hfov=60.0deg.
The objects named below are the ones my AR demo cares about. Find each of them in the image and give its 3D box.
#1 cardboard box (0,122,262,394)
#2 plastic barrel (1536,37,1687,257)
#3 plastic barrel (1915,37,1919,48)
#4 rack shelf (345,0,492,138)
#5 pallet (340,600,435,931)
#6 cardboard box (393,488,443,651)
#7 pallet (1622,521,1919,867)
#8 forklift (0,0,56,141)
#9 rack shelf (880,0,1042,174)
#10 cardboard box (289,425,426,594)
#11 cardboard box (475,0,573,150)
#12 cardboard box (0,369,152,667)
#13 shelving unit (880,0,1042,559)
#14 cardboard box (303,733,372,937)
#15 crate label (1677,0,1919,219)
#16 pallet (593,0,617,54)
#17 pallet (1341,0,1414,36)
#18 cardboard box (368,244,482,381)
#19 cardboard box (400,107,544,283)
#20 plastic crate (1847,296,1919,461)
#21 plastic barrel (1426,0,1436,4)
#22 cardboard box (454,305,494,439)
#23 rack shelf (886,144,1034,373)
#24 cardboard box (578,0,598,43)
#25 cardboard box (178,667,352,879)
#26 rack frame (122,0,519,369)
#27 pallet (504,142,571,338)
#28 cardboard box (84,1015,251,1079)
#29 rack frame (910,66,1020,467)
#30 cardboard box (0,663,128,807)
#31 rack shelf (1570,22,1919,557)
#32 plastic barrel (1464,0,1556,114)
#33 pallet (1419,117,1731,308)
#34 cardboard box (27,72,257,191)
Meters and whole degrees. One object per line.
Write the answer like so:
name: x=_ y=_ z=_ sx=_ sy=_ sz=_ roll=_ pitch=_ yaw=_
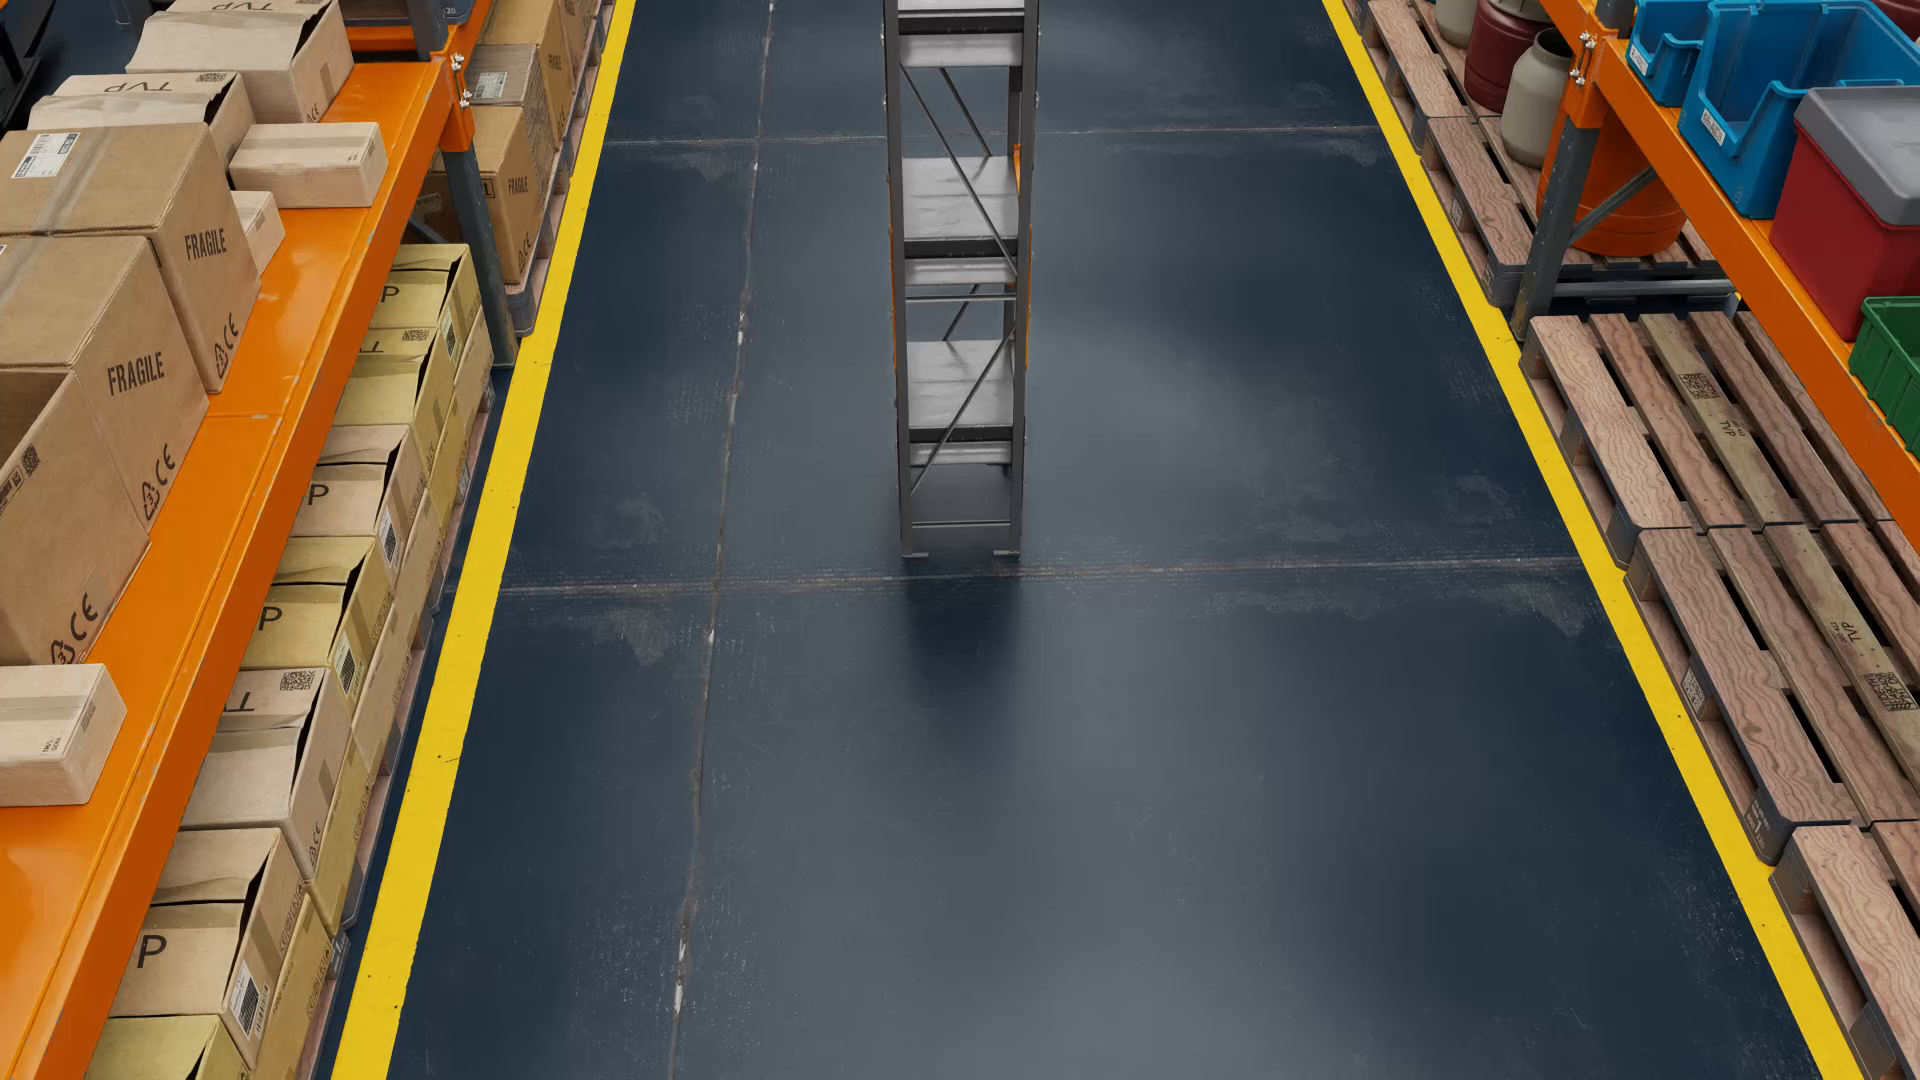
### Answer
cardboard box: x=-2.151 y=-0.706 z=4.226 sx=0.500 sy=0.500 sz=0.500 roll=-4 pitch=43 yaw=-4
plastic barrel: x=2.673 y=-1.625 z=6.599 sx=0.600 sy=0.830 sz=0.708 roll=-2 pitch=43 yaw=-2
plastic barrel: x=2.968 y=-1.294 z=4.859 sx=0.421 sy=0.512 sz=0.421 roll=0 pitch=43 yaw=0
rack shelf: x=-2.324 y=-2.886 z=7.211 sx=1.077 sy=0.370 sz=4.000 roll=-2 pitch=43 yaw=-2
pallet: x=-2.194 y=0.605 z=4.934 sx=1.003 sy=0.211 sz=1.213 roll=-2 pitch=43 yaw=-2
cardboard box: x=-1.929 y=0.093 z=5.153 sx=0.500 sy=0.250 sz=0.500 roll=-1 pitch=43 yaw=-1
pallet: x=2.753 y=0.433 z=5.122 sx=1.003 sy=0.211 sz=1.213 roll=-2 pitch=43 yaw=-2
forklift: x=-4.675 y=-2.658 z=6.480 sx=1.130 sy=2.935 sz=3.031 roll=-7 pitch=43 yaw=-7
rack shelf: x=-0.007 y=-1.392 z=4.699 sx=0.431 sy=0.518 sz=0.480 roll=-2 pitch=43 yaw=-2
cardboard box: x=-1.923 y=-0.111 z=4.960 sx=0.500 sy=0.311 sz=0.500 roll=-2 pitch=43 yaw=-2
cardboard box: x=-2.016 y=-2.049 z=7.290 sx=0.500 sy=0.500 sz=0.500 roll=-2 pitch=43 yaw=-2
cardboard box: x=-2.107 y=-0.012 z=3.470 sx=0.500 sy=0.500 sz=0.500 roll=1 pitch=43 yaw=1
shelving unit: x=-0.007 y=-0.886 z=5.162 sx=0.431 sy=2.100 sz=0.503 roll=-2 pitch=43 yaw=-2
cardboard box: x=-1.883 y=0.784 z=4.399 sx=0.500 sy=0.250 sz=0.500 roll=-3 pitch=43 yaw=-3
crate label: x=2.482 y=-1.275 z=4.895 sx=0.502 sy=0.435 sz=0.616 roll=-2 pitch=43 yaw=-2
pallet: x=-2.336 y=-2.926 z=8.786 sx=1.003 sy=0.211 sz=1.213 roll=-2 pitch=43 yaw=-2
pallet: x=2.532 y=-3.091 z=8.966 sx=1.003 sy=0.211 sz=1.213 roll=-2 pitch=43 yaw=-2
cardboard box: x=-1.970 y=-0.803 z=5.715 sx=0.500 sy=0.311 sz=0.500 roll=-1 pitch=43 yaw=-1
cardboard box: x=-1.972 y=-1.357 z=6.535 sx=0.500 sy=0.500 sz=0.500 roll=0 pitch=43 yaw=0
plastic crate: x=2.524 y=-0.330 z=4.047 sx=0.450 sy=0.188 sz=0.662 roll=-2 pitch=43 yaw=-2
plastic barrel: x=2.577 y=-3.177 z=8.238 sx=0.600 sy=0.901 sz=0.708 roll=-2 pitch=43 yaw=-2
cardboard box: x=-1.973 y=-0.594 z=5.903 sx=0.500 sy=0.250 sz=0.500 roll=-1 pitch=43 yaw=-1
rack shelf: x=-0.007 y=-0.876 z=5.172 sx=0.431 sy=0.518 sz=0.480 roll=-2 pitch=43 yaw=-2
cardboard box: x=-2.068 y=-2.745 z=8.049 sx=0.500 sy=0.500 sz=0.500 roll=-1 pitch=43 yaw=-1
cardboard box: x=-1.877 y=0.578 z=4.209 sx=0.500 sy=0.311 sz=0.500 roll=-3 pitch=43 yaw=-3
rack frame: x=-2.239 y=-1.801 z=5.495 sx=1.000 sy=3.000 sz=0.127 roll=-2 pitch=43 yaw=-2
pallet: x=-2.232 y=-1.278 z=6.989 sx=1.003 sy=0.211 sz=1.213 roll=-2 pitch=43 yaw=-2
cardboard box: x=-1.837 y=1.265 z=3.459 sx=0.500 sy=0.311 sz=0.500 roll=-2 pitch=43 yaw=-2
rack frame: x=-0.017 y=-1.051 z=5.342 sx=0.400 sy=2.100 sz=0.015 roll=-2 pitch=43 yaw=-2
cardboard box: x=-1.902 y=0.388 z=3.293 sx=0.380 sy=0.149 sz=0.250 roll=-2 pitch=43 yaw=-2
rack shelf: x=2.795 y=-0.325 z=4.418 sx=1.077 sy=0.370 sz=4.000 roll=-2 pitch=43 yaw=-2
plastic barrel: x=2.625 y=-2.299 z=7.512 sx=0.600 sy=0.588 sz=0.708 roll=-2 pitch=43 yaw=-2
pallet: x=2.635 y=-1.444 z=7.169 sx=1.003 sy=0.211 sz=1.213 roll=-2 pitch=43 yaw=-2
cardboard box: x=-2.394 y=-1.159 z=4.861 sx=0.500 sy=0.311 sz=0.500 roll=-2 pitch=43 yaw=-2
